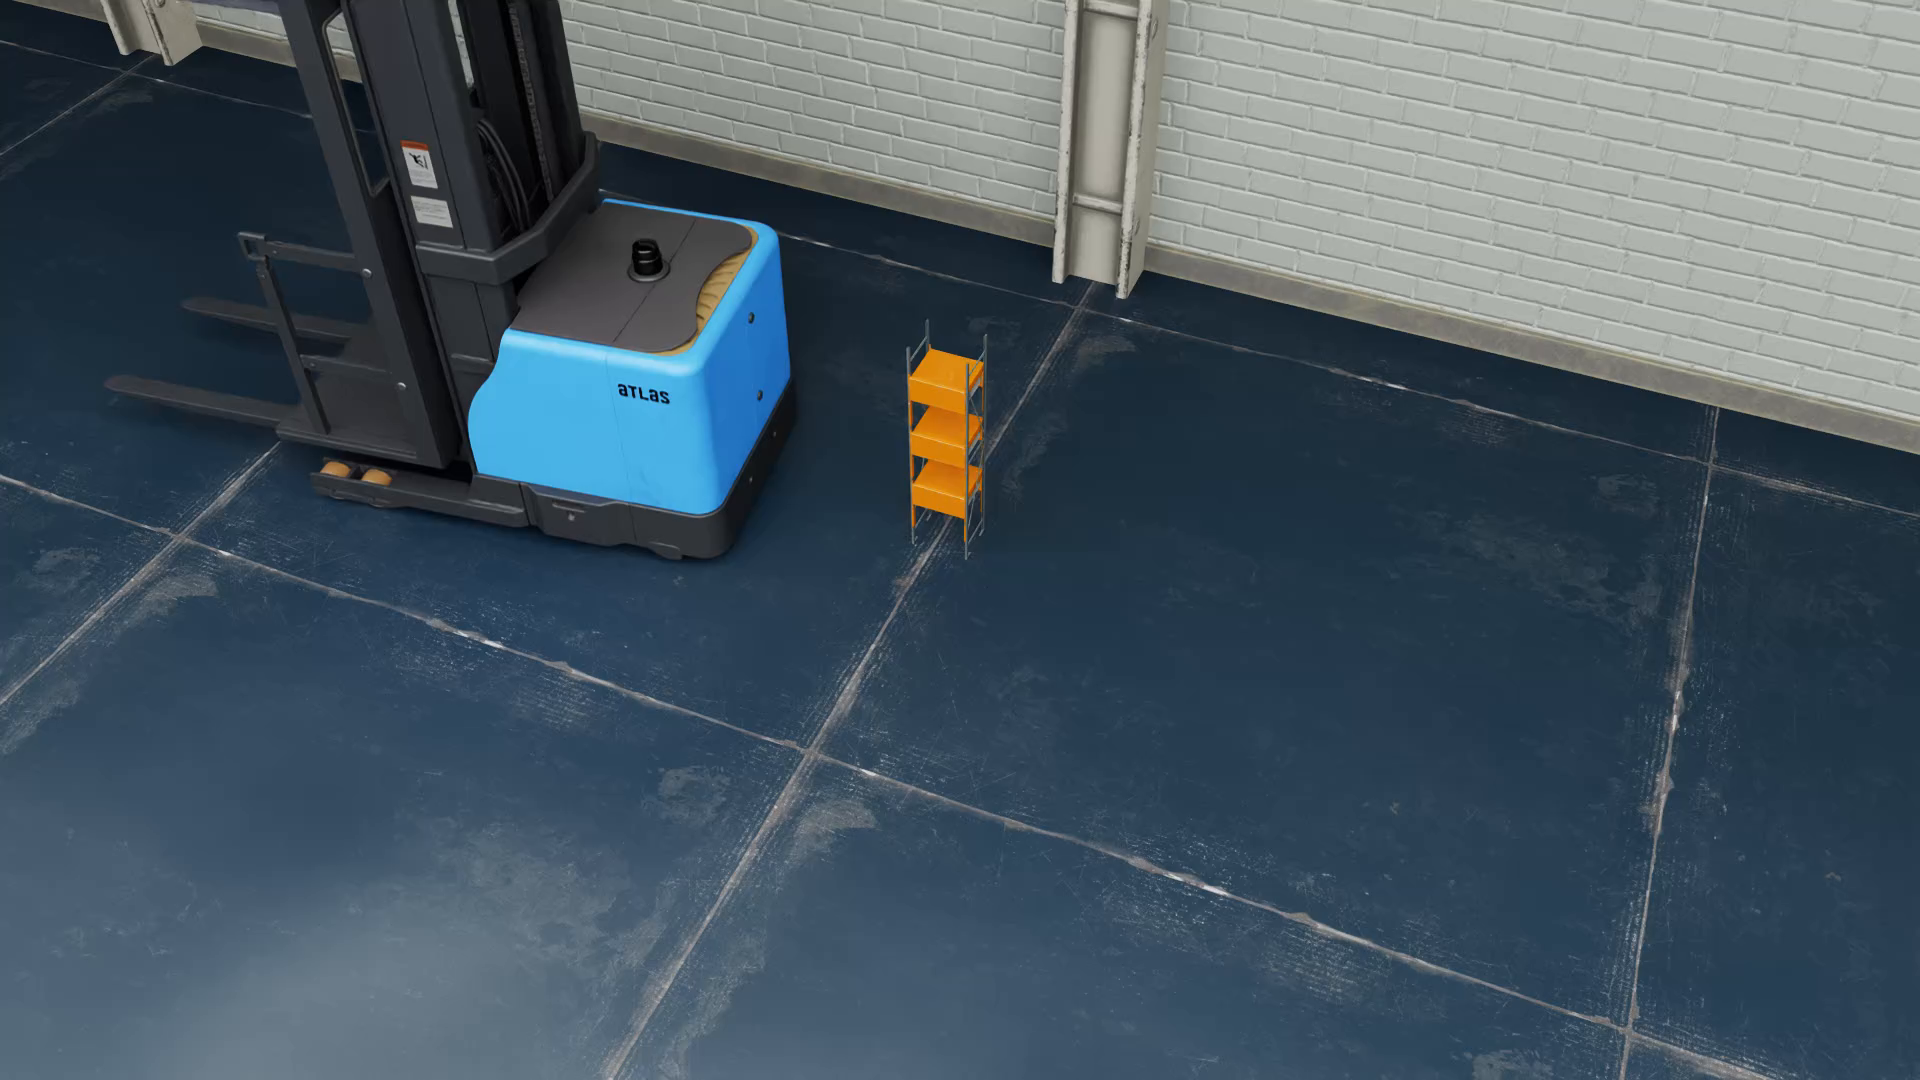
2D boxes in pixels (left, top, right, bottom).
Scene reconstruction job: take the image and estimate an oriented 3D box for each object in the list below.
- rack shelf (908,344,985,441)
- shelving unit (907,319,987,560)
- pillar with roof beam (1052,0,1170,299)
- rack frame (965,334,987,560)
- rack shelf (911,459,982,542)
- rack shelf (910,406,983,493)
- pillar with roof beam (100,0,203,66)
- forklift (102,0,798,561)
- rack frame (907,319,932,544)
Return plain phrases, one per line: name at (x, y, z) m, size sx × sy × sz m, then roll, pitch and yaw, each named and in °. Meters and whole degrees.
rack shelf at (-0.049, -0.580, 6.541) m, size 0.240 × 0.259 × 0.215 m, roll 16°, pitch 47°, yaw 16°
shelving unit at (-0.049, -0.387, 6.733) m, size 0.252 × 1.050 × 0.215 m, roll 16°, pitch 47°, yaw 16°
pillar with roof beam at (-0.953, -1.743, 2.461) m, size 0.400 × 9.000 × 9.100 m, roll 16°, pitch 47°, yaw 16°
rack frame at (0.063, -0.354, 6.700) m, size 0.008 × 1.050 × 0.200 m, roll 16°, pitch 47°, yaw 16°
rack shelf at (-0.049, -0.182, 6.937) m, size 0.240 × 0.259 × 0.215 m, roll 16°, pitch 47°, yaw 16°
rack shelf at (-0.049, -0.379, 6.741) m, size 0.240 × 0.259 × 0.215 m, roll 16°, pitch 47°, yaw 16°
pillar with roof beam at (-6.491, -3.372, 4.098) m, size 0.400 × 9.000 × 9.100 m, roll 16°, pitch 47°, yaw 16°
forklift at (-2.312, -1.529, 6.548) m, size 3.031 × 2.935 × 1.130 m, roll 11°, pitch 46°, yaw 11°
rack frame at (-0.162, -0.420, 6.767) m, size 0.008 × 1.050 × 0.200 m, roll 16°, pitch 47°, yaw 16°
